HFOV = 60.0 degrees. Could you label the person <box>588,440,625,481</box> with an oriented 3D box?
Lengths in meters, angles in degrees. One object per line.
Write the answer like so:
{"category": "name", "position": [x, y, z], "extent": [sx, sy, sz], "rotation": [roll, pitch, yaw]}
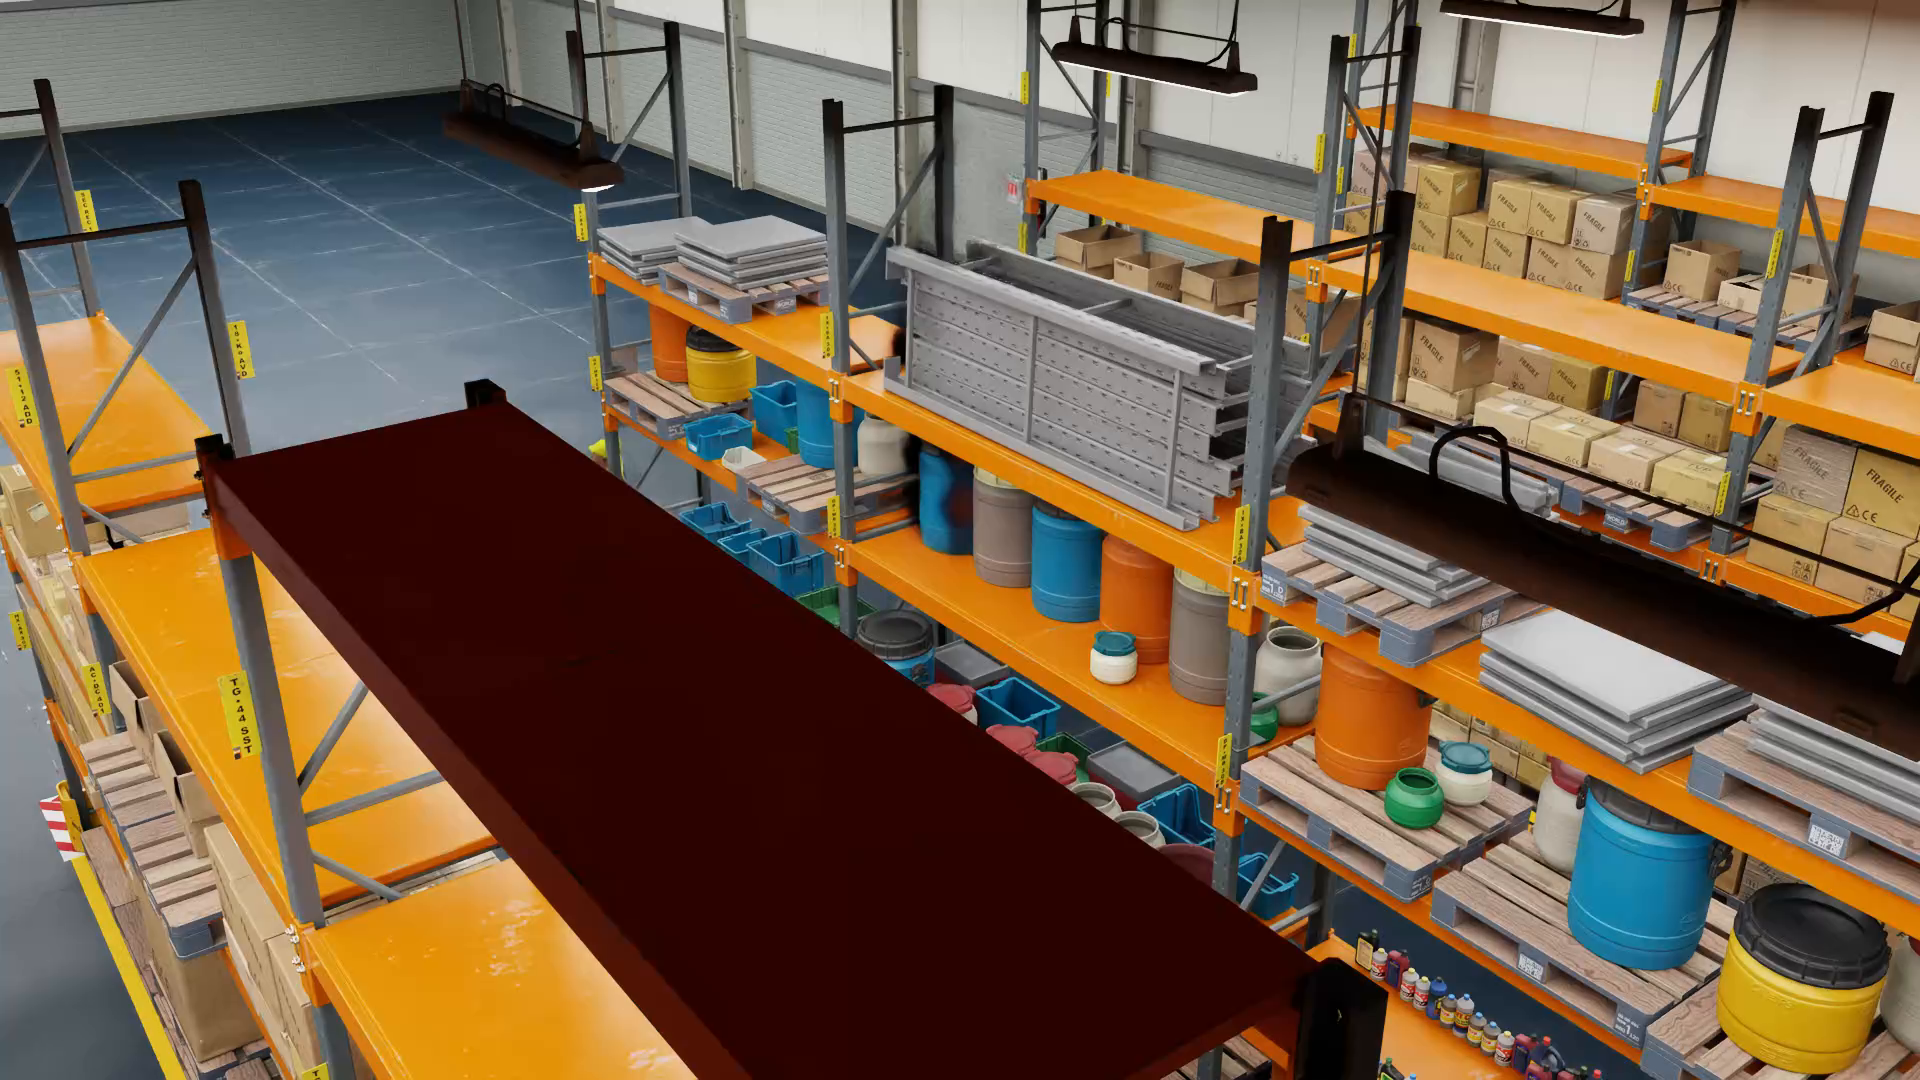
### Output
{"category": "person", "position": [-3.603, -0.247, 17.478], "extent": [0.762, 1.744, 0.715], "rotation": [-1, 25, -3]}
